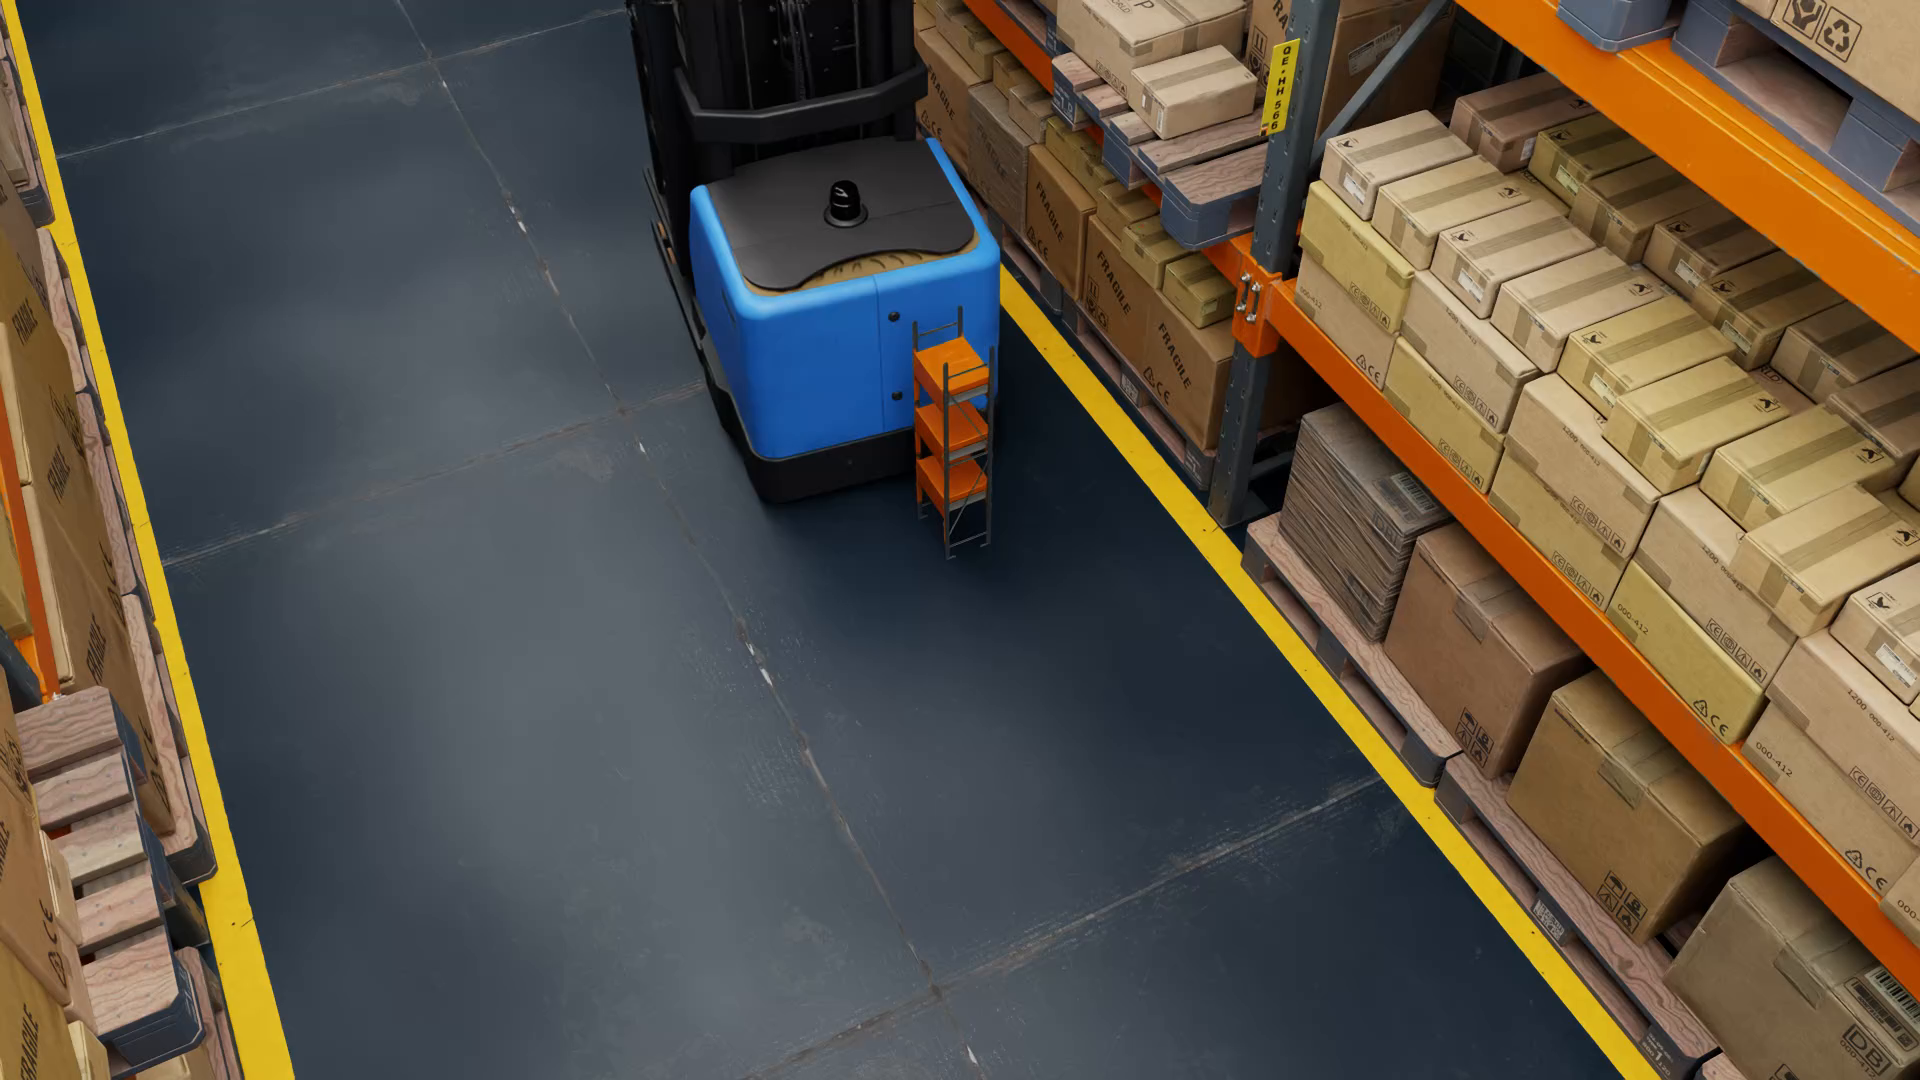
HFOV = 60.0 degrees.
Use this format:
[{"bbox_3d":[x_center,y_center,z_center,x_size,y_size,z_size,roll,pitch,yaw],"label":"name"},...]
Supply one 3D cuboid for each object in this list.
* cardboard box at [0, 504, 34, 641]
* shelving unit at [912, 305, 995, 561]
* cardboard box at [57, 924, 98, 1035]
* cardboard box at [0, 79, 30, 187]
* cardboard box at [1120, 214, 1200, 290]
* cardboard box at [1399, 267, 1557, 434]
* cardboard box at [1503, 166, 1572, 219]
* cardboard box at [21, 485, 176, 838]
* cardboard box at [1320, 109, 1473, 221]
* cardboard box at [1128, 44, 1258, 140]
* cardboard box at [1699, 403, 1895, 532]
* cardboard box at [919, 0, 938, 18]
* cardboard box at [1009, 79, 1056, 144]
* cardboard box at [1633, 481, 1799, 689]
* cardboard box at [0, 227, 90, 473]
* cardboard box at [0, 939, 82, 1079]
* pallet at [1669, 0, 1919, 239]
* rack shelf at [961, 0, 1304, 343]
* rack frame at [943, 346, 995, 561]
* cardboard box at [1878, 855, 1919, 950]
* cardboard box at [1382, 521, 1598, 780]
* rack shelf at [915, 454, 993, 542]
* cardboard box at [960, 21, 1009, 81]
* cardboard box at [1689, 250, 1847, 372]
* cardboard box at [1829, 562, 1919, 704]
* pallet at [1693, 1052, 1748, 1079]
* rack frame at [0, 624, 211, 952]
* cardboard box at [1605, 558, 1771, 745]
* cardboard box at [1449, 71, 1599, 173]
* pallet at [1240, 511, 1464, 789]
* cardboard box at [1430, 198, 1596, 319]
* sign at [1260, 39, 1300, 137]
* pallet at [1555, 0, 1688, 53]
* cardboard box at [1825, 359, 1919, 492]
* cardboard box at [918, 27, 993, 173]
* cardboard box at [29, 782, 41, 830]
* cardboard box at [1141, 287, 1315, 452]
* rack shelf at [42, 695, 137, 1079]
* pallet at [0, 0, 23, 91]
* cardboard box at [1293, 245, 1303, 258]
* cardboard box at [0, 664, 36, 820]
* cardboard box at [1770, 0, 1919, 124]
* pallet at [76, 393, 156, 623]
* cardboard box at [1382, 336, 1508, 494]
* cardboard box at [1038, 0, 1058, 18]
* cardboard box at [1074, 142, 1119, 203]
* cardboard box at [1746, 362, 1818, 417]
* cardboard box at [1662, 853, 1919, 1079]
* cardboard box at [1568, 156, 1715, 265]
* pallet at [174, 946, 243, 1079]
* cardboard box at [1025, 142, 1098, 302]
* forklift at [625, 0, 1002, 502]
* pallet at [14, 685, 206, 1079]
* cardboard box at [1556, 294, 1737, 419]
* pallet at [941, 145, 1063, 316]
[{"bbox_3d":[-2.940,0.109,4.654,0.500,0.250,0.500,-22,52,-18],"label":"cardboard box"},{"bbox_3d":[-0.025,-0.381,6.279,0.215,1.050,0.252,-21,52,-18],"label":"shelving unit"},{"bbox_3d":[-2.131,1.036,3.632,0.380,0.149,0.250,-23,53,-19],"label":"cardboard box"},{"bbox_3d":[-4.962,-1.955,7.783,0.875,0.438,0.875,-22,52,-18],"label":"cardboard box"},{"bbox_3d":[0.868,-1.182,6.634,0.380,0.149,0.250,-24,53,-19],"label":"cardboard box"},{"bbox_3d":[1.686,-0.636,4.974,0.500,0.250,0.500,-20,52,-16],"label":"cardboard box"},{"bbox_3d":[1.924,-1.148,5.422,0.500,0.250,0.500,-20,52,-17],"label":"cardboard box"},{"bbox_3d":[-3.182,0.545,5.306,0.875,0.875,0.875,-22,52,-18],"label":"cardboard box"},{"bbox_3d":[1.356,-1.170,5.175,0.380,0.149,0.250,-20,52,-16],"label":"cardboard box"},{"bbox_3d":[0.830,-1.601,5.938,0.380,0.149,0.250,-20,52,-17],"label":"cardboard box"},{"bbox_3d":[2.161,-0.169,4.300,0.380,0.149,0.250,-21,52,-18],"label":"cardboard box"},{"bbox_3d":[0.029,-2.607,7.881,0.380,0.149,0.250,-22,52,-18],"label":"cardboard box"},{"bbox_3d":[0.439,-1.907,7.269,0.380,0.149,0.250,-23,53,-19],"label":"cardboard box"},{"bbox_3d":[2.165,0.053,4.371,0.500,0.250,0.500,-20,52,-17],"label":"cardboard box"},{"bbox_3d":[-3.995,-0.652,6.353,0.875,0.875,0.875,-20,52,-16],"label":"cardboard box"},{"bbox_3d":[-2.007,1.093,3.151,0.500,0.500,0.500,-24,53,-20],"label":"cardboard box"},{"bbox_3d":[2.376,-0.992,3.650,1.003,0.211,1.213,-19,51,-16],"label":"pallet"},{"bbox_3d":[0.556,-2.340,7.174,1.077,0.370,4.000,-21,52,-18],"label":"rack shelf"},{"bbox_3d":[0.031,-0.300,6.207,0.200,1.050,0.008,-21,52,-18],"label":"rack frame"},{"bbox_3d":[2.604,0.907,3.956,0.500,0.250,0.500,-21,52,-18],"label":"cardboard box"},{"bbox_3d":[2.051,0.262,5.719,0.875,0.625,0.625,-20,52,-16],"label":"cardboard box"},{"bbox_3d":[-0.025,-0.192,6.496,0.215,0.259,0.240,-21,52,-18],"label":"rack shelf"},{"bbox_3d":[0.222,-2.260,7.577,0.380,0.149,0.250,-19,52,-16],"label":"cardboard box"},{"bbox_3d":[2.309,-0.663,4.733,0.380,0.149,0.250,-21,52,-18],"label":"cardboard box"},{"bbox_3d":[2.337,0.196,3.981,0.380,0.149,0.250,-21,52,-17],"label":"cardboard box"},{"bbox_3d":[2.930,1.878,4.860,1.003,0.211,1.213,-21,52,-18],"label":"pallet"},{"bbox_3d":[-2.940,0.474,4.235,1.000,3.000,0.127,-21,52,-18],"label":"rack frame"},{"bbox_3d":[2.161,0.221,4.556,0.500,0.250,0.500,-20,52,-16],"label":"cardboard box"},{"bbox_3d":[1.800,-1.336,5.321,0.380,0.149,0.250,-20,52,-16],"label":"cardboard box"},{"bbox_3d":[1.814,0.245,6.288,1.003,0.211,1.213,-21,52,-18],"label":"pallet"},{"bbox_3d":[1.619,-0.828,4.877,0.380,0.149,0.250,-20,52,-17],"label":"cardboard box"},{"bbox_3d":[0.993,-1.400,5.157,0.100,0.325,0.005,-21,52,-18],"label":"sign"},{"bbox_3d":[1.862,-1.740,4.304,1.213,0.211,1.003,-19,51,-16],"label":"pallet"},{"bbox_3d":[2.520,-0.315,4.428,0.380,0.149,0.250,-20,52,-17],"label":"cardboard box"},{"bbox_3d":[0.139,-2.141,7.904,0.500,0.500,0.500,-23,53,-19],"label":"cardboard box"},{"bbox_3d":[-2.394,0.712,3.915,0.380,0.149,0.250,-20,52,-17],"label":"cardboard box"},{"bbox_3d":[1.087,-0.762,6.698,0.500,0.500,0.500,-20,52,-16],"label":"cardboard box"},{"bbox_3d":[-2.025,2.050,3.335,1.077,0.370,4.000,-21,52,-18],"label":"rack shelf"},{"bbox_3d":[-5.611,-2.638,8.810,1.003,0.211,1.213,-21,52,-18],"label":"pallet"},{"bbox_3d":[1.510,-1.223,6.670,0.380,0.149,0.250,-19,51,-16],"label":"cardboard box"},{"bbox_3d":[-2.485,0.414,3.745,0.500,0.500,0.500,-23,53,-19],"label":"cardboard box"},{"bbox_3d":[2.052,-1.179,3.277,0.500,0.500,0.500,-20,52,-17],"label":"cardboard box"},{"bbox_3d":[-3.788,0.023,6.482,1.003,0.211,1.213,-21,52,-18],"label":"pallet"},{"bbox_3d":[1.683,-0.469,5.160,0.500,0.250,0.500,-22,52,-18],"label":"cardboard box"},{"bbox_3d":[0.560,-2.439,6.435,0.797,0.503,0.637,-22,52,-18],"label":"cardboard box"},{"bbox_3d":[0.706,-1.566,6.970,0.380,0.149,0.250,-20,52,-16],"label":"cardboard box"},{"bbox_3d":[2.387,-0.470,4.829,0.500,0.250,0.500,-22,52,-18],"label":"cardboard box"},{"bbox_3d":[2.705,1.215,4.885,0.875,0.625,0.625,-22,52,-18],"label":"cardboard box"},{"bbox_3d":[2.084,-1.005,5.032,0.380,0.149,0.250,-21,52,-18],"label":"cardboard box"},{"bbox_3d":[-2.584,1.916,4.827,1.003,0.211,1.213,-21,52,-18],"label":"pallet"},{"bbox_3d":[0.625,-1.450,7.300,0.500,0.500,0.500,-19,52,-16],"label":"cardboard box"},{"bbox_3d":[-0.799,-2.252,6.665,1.130,2.935,3.031,-15,50,-13],"label":"forklift"},{"bbox_3d":[-2.519,0.978,3.922,1.213,0.211,1.003,-21,52,-18],"label":"pallet"},{"bbox_3d":[1.892,-0.500,4.590,0.380,0.149,0.250,-21,52,-17],"label":"cardboard box"},{"bbox_3d":[0.609,-1.648,7.944,1.003,0.211,1.213,-21,52,-18],"label":"pallet"}]
